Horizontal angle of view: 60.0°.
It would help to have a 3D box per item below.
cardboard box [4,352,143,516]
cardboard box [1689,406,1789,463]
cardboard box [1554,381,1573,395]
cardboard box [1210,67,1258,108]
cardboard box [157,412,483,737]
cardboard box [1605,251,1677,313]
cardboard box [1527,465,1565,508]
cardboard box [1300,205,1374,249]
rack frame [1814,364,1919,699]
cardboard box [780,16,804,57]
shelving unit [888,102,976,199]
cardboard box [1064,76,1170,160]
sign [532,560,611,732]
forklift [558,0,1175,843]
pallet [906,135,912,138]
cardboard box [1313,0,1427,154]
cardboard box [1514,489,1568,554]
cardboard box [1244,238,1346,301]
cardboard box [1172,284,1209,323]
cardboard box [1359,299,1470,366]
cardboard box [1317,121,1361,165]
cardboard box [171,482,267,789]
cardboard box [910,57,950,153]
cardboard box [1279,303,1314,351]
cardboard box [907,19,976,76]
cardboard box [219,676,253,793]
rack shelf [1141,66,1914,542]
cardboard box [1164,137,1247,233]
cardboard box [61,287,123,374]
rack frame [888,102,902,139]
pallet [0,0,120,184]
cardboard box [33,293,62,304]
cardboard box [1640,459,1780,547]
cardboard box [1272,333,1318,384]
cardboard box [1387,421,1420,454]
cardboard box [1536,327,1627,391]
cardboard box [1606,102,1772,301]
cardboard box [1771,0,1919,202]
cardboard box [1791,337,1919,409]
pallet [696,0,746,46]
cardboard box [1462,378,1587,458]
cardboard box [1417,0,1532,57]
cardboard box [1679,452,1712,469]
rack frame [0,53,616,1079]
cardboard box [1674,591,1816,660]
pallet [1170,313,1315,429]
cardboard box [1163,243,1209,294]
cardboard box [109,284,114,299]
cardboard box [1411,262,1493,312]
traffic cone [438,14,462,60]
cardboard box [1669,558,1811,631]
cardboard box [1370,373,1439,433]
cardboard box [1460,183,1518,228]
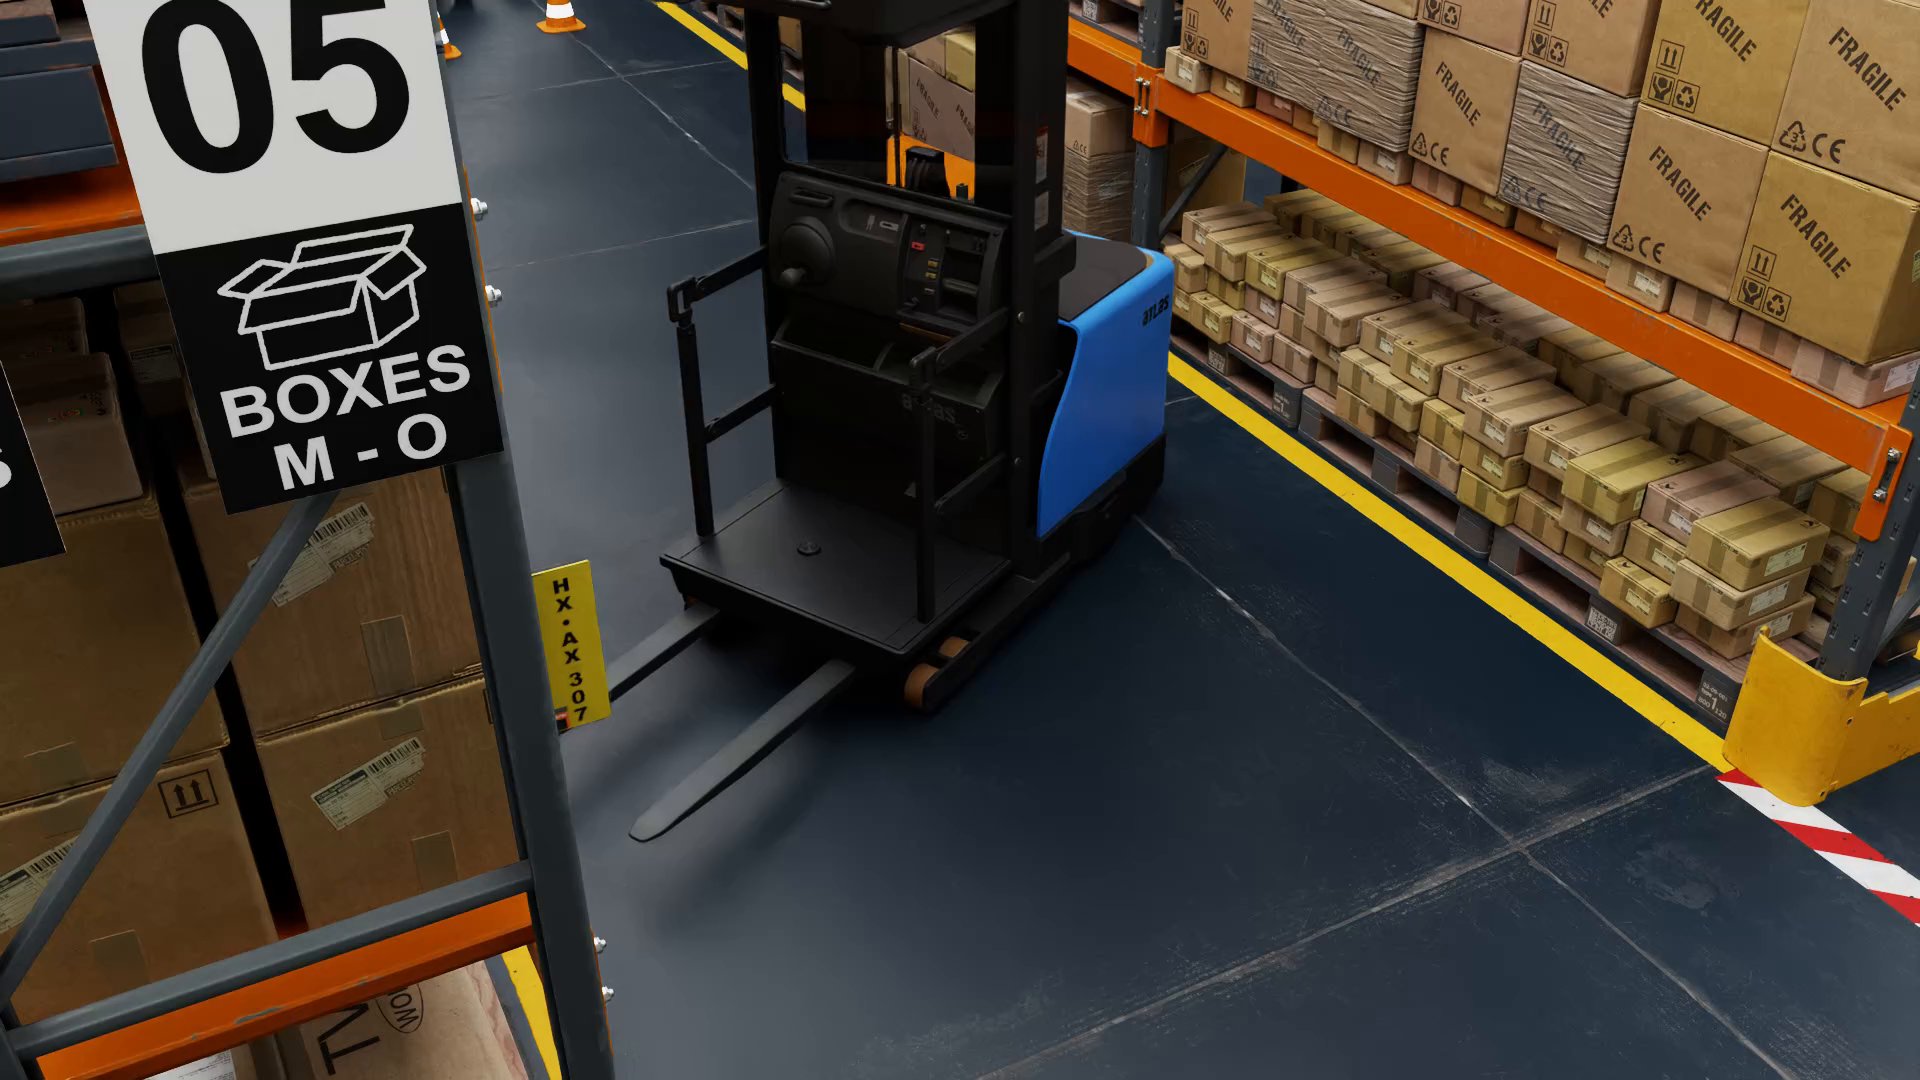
[{"bbox_3d":[-1.494,-0.140,2.567,0.380,0.149,0.250,-15,36,-22],"label":"cardboard box"},{"bbox_3d":[3.000,-0.392,6.284,0.380,0.149,0.250,-16,36,-23],"label":"cardboard box"},{"bbox_3d":[2.501,-0.603,6.889,0.380,0.149,0.250,-14,35,-21],"label":"cardboard box"},{"bbox_3d":[1.346,-2.057,7.413,0.380,0.149,0.250,-15,36,-22],"label":"cardboard box"},{"bbox_3d":[-1.121,-0.047,3.023,0.500,0.500,0.500,-17,36,-24],"label":"cardboard box"},{"bbox_3d":[2.428,-0.915,5.630,0.380,0.149,0.250,-15,36,-22],"label":"cardboard box"},{"bbox_3d":[2.406,-0.260,6.352,0.380,0.149,0.250,-16,36,-24],"label":"cardboard box"},{"bbox_3d":[1.868,-1.496,8.006,0.380,0.149,0.250,-15,36,-23],"label":"cardboard box"},{"bbox_3d":[3.182,-0.576,4.869,1.000,3.000,0.127,-16,36,-23],"label":"rack frame"},{"bbox_3d":[-0.752,-3.937,11.810,1.050,0.750,0.750,-16,36,-24],"label":"cardboard box"},{"bbox_3d":[-0.145,-1.314,7.758,0.538,1.125,1.048,-25,40,-33],"label":"shelving unit"},{"bbox_3d":[0.746,-2.217,8.663,0.500,0.250,0.500,-17,36,-24],"label":"cardboard box"},{"bbox_3d":[-0.656,0.182,2.809,0.100,0.325,0.005,-16,36,-23],"label":"sign"},{"bbox_3d":[-0.379,-0.928,5.481,1.130,2.935,3.031,20,38,28],"label":"forklift"},{"bbox_3d":[0.380,-2.265,10.090,1.003,0.211,1.213,-16,36,-23],"label":"pallet"},{"bbox_3d":[1.765,-1.869,6.518,0.500,0.500,0.500,-17,36,-24],"label":"cardboard box"},{"bbox_3d":[2.369,-0.111,6.396,0.380,0.149,0.250,-15,36,-23],"label":"cardboard box"},{"bbox_3d":[1.532,-1.241,7.608,0.380,0.149,0.250,-16,36,-24],"label":"cardboard box"},{"bbox_3d":[1.203,-1.207,8.107,0.380,0.149,0.250,-18,37,-25],"label":"cardboard box"},{"bbox_3d":[1.920,-0.871,7.031,0.380,0.149,0.250,-17,37,-25],"label":"cardboard box"},{"bbox_3d":[1.698,-1.675,6.817,0.380,0.149,0.250,-15,36,-22],"label":"cardboard box"},{"bbox_3d":[-1.380,0.139,3.659,0.500,0.500,0.500,-16,36,-24],"label":"cardboard box"},{"bbox_3d":[0.037,-2.634,10.008,0.500,0.500,0.500,-17,36,-24],"label":"cardboard box"},{"bbox_3d":[1.669,-0.998,7.505,0.380,0.149,0.250,-18,37,-25],"label":"cardboard box"},{"bbox_3d":[0.016,-2.963,9.827,0.500,0.250,0.500,-16,36,-23],"label":"cardboard box"},{"bbox_3d":[-1.829,0.268,3.458,0.500,0.500,0.500,-17,36,-24],"label":"cardboard box"},{"bbox_3d":[2.250,-1.228,6.553,1.077,0.370,4.000,-16,36,-23],"label":"rack shelf"},{"bbox_3d":[1.207,-2.029,9.064,0.500,0.500,0.500,-14,35,-21],"label":"cardboard box"},{"bbox_3d":[-1.855,-0.158,3.197,0.500,0.500,0.500,-16,36,-23],"label":"cardboard box"},{"bbox_3d":[-0.476,-1.522,8.083,0.500,1.125,0.032,-25,40,-33],"label":"rack frame"},{"bbox_3d":[-1.505,-0.860,2.613,1.003,0.211,1.213,-16,36,-23],"label":"pallet"},{"bbox_3d":[-1.910,-0.488,3.110,0.380,0.149,0.250,-15,36,-22],"label":"cardboard box"},{"bbox_3d":[2.645,-0.126,5.869,0.380,0.149,0.250,-15,36,-22],"label":"cardboard box"},{"bbox_3d":[1.651,-0.866,7.574,0.380,0.149,0.250,-17,36,-24],"label":"cardboard box"},{"bbox_3d":[2.034,-0.492,6.991,0.380,0.149,0.250,-15,36,-22],"label":"cardboard box"},{"bbox_3d":[2.608,-0.762,6.860,0.380,0.149,0.250,-15,36,-22],"label":"cardboard box"},{"bbox_3d":[2.510,-1.140,5.381,0.500,0.500,0.500,-16,36,-24],"label":"cardboard box"},{"bbox_3d":[2.749,-1.320,4.735,0.500,0.500,0.500,-17,36,-24],"label":"cardboard box"},{"bbox_3d":[2.780,-0.555,5.068,0.380,0.149,0.250,-16,36,-23],"label":"cardboard box"},{"bbox_3d":[-1.413,-4.197,13.105,1.003,0.211,1.213,-16,36,-23],"label":"pallet"},{"bbox_3d":[2.173,-0.472,6.408,0.380,0.149,0.250,-15,35,-21],"label":"cardboard box"},{"bbox_3d":[2.013,-2.060,5.889,0.500,0.500,0.500,-17,36,-25],"label":"cardboard box"},{"bbox_3d":[2.895,-0.232,6.309,0.380,0.149,0.250,-15,36,-23],"label":"cardboard box"},{"bbox_3d":[-1.150,0.717,2.850,1.000,3.000,0.127,-16,36,-23],"label":"rack frame"},{"bbox_3d":[2.752,0.249,5.835,0.380,0.149,0.250,-15,36,-22],"label":"cardboard box"},{"bbox_3d":[1.662,-0.999,8.114,1.003,0.211,1.213,-16,36,-23],"label":"pallet"},{"bbox_3d":[1.203,-1.333,8.028,0.380,0.149,0.250,-14,35,-21],"label":"cardboard box"},{"bbox_3d":[-2.548,-0.877,4.318,0.500,0.500,0.500,-15,36,-22],"label":"cardboard box"},{"bbox_3d":[2.250,-1.129,7.434,0.380,0.149,0.250,-18,37,-25],"label":"cardboard box"},{"bbox_3d":[-3.908,-3.815,12.276,0.336,0.463,0.334,-16,36,-23],"label":"traffic cone"},{"bbox_3d":[2.684,0.142,5.725,0.380,0.149,0.250,-17,36,-24],"label":"cardboard box"},{"bbox_3d":[1.931,-0.601,6.885,0.380,0.149,0.250,-15,36,-23],"label":"cardboard box"},{"bbox_3d":[2.119,-1.314,6.254,0.380,0.149,0.250,-15,36,-22],"label":"cardboard box"}]
